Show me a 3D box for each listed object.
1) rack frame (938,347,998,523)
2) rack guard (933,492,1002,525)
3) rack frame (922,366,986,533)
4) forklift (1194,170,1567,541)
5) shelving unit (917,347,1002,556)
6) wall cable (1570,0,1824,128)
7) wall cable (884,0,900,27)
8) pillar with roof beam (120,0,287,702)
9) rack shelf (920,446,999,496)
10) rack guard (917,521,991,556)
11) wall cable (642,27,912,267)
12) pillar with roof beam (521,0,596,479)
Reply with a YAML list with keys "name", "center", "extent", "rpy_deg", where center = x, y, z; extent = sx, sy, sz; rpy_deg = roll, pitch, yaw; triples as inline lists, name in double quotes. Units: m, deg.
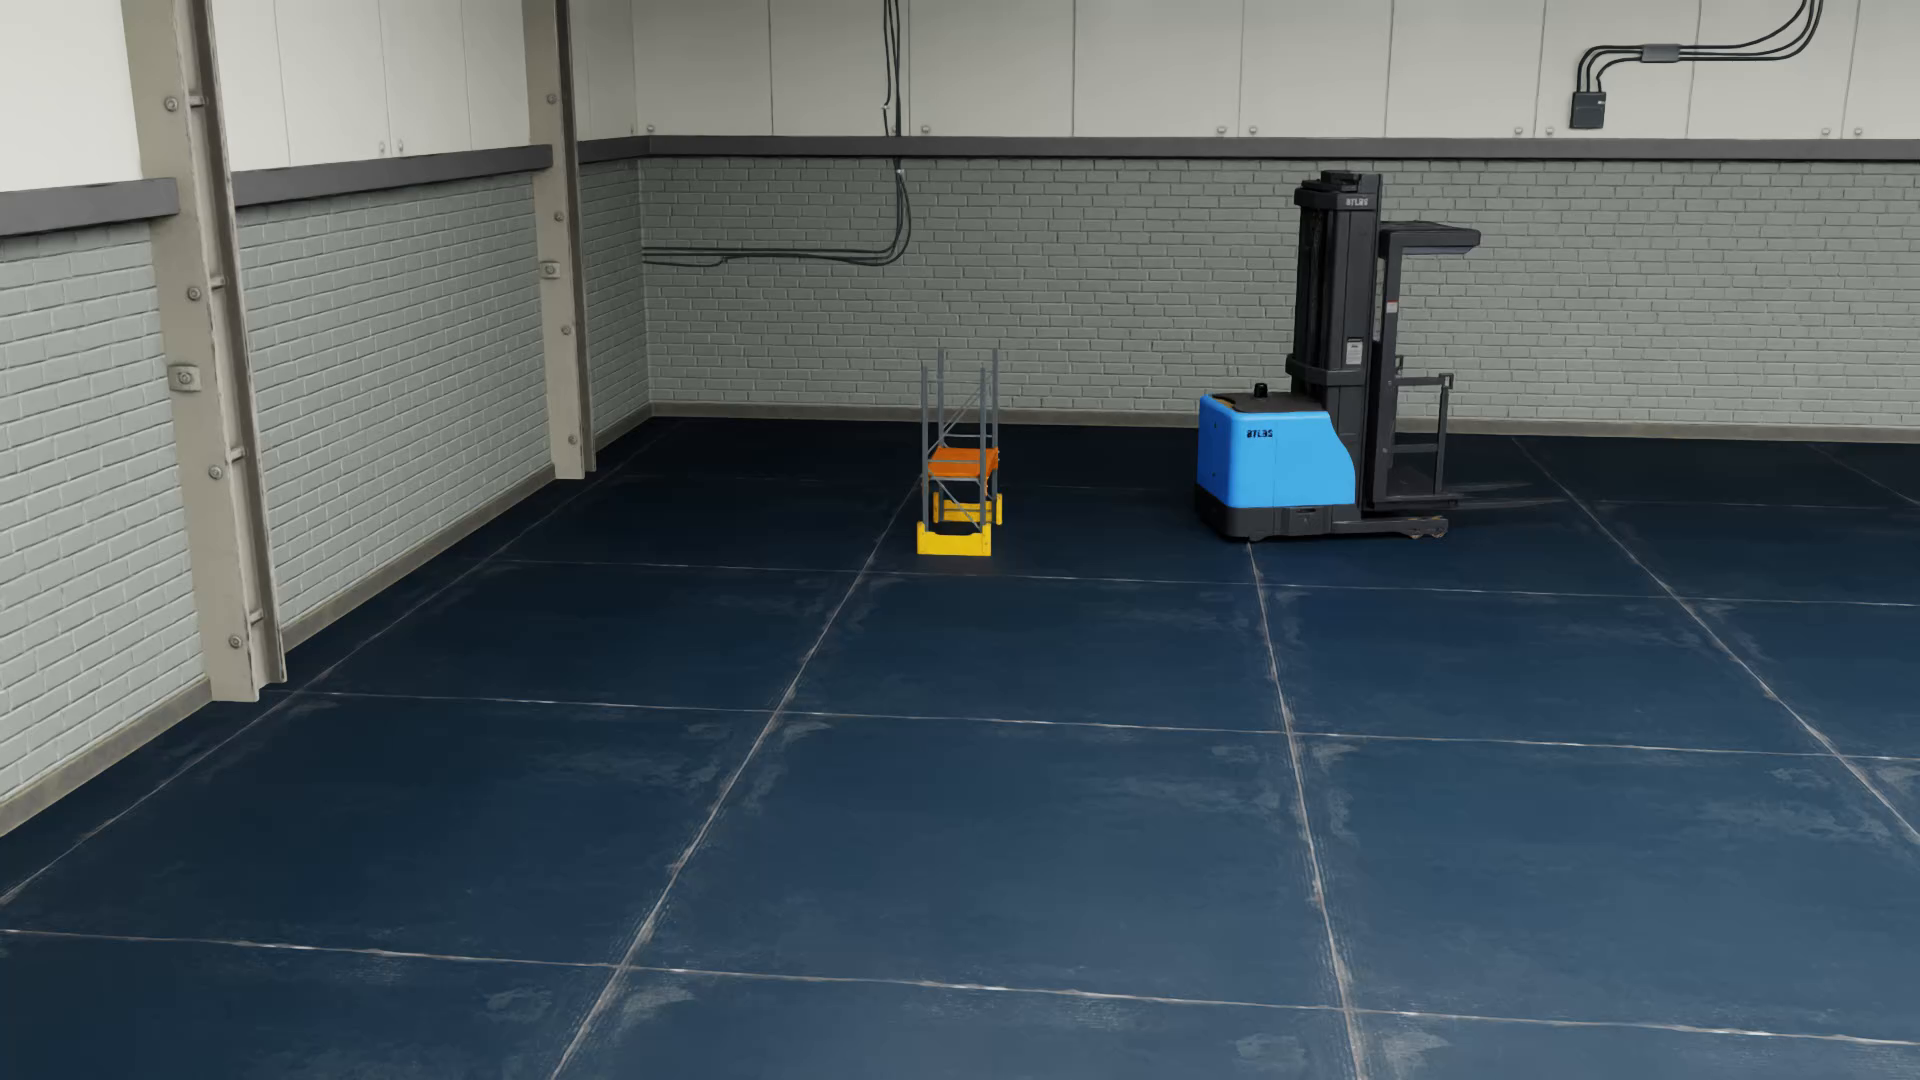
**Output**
- name: "rack frame"
  center: [0.067, -0.878, 14.036]
  extent: [0.500, 1.500, 0.032]
  rpy_deg: [2, 15, 6]
- name: "rack guard"
  center: [0.065, -0.270, 14.180]
  extent: [0.587, 0.250, 0.087]
  rpy_deg: [2, 15, 6]
- name: "rack frame"
  center: [-0.048, -0.614, 13.061]
  extent: [0.500, 1.500, 0.032]
  rpy_deg: [2, 15, 6]
- name: "forklift"
  center: [3.587, -1.562, 13.823]
  extent: [3.031, 2.935, 1.130]
  rpy_deg: [-2, 15, -9]
- name: "shelving unit"
  center: [0.009, -0.744, 13.539]
  extent: [0.587, 1.500, 1.083]
  rpy_deg: [2, 15, 6]
- name: "wall cable"
  center: [7.367, -7.060, 16.017]
  extent: [2.305, 6.003, 0.169]
  rpy_deg: [2, 15, 6]
- name: "wall cable"
  center: [0.624, -6.561, 16.961]
  extent: [3.097, 2.526, 0.112]
  rpy_deg: [2, 15, 6]
- name: "pillar with roof beam"
  center: [-0.110, -3.294, 8.604]
  extent: [9.100, 9.000, 0.400]
  rpy_deg: [2, 15, 6]
- name: "rack shelf"
  center: [0.010, -0.572, 13.595]
  extent: [0.538, 0.185, 1.000]
  rpy_deg: [2, 15, 6]
- name: "rack guard"
  center: [-0.048, -0.011, 13.225]
  extent: [0.587, 0.250, 0.087]
  rpy_deg: [2, 15, 6]
- name: "wall cable"
  center: [-2.064, -4.203, 17.915]
  extent: [3.097, 2.526, 0.112]
  rpy_deg: [2, 15, 6]
- name: "pillar with roof beam"
  center: [0.567, -4.850, 14.359]
  extent: [9.100, 9.000, 0.400]
  rpy_deg: [2, 15, 6]
